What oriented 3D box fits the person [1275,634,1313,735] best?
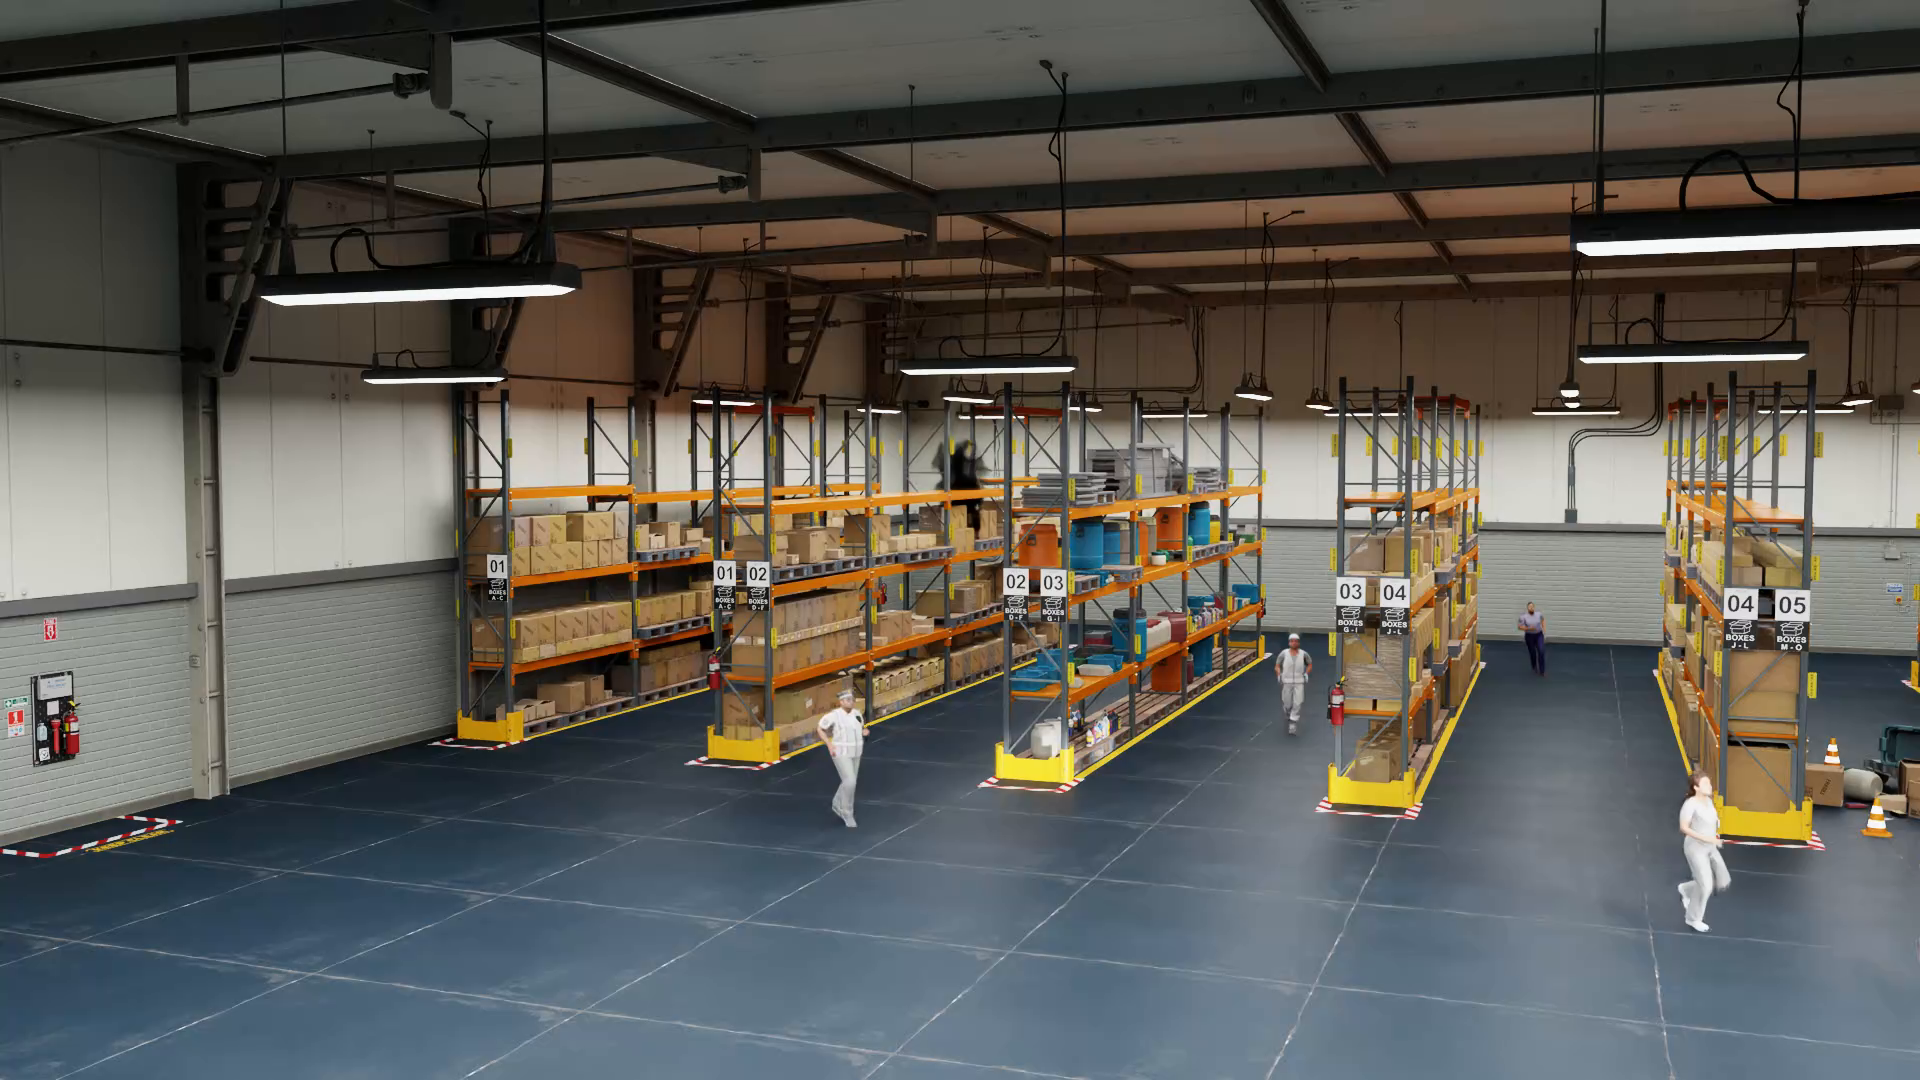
[{"bbox_3d":[5.877,2.520,29.247,0.653,1.749,0.734,1,3,9],"label":"person"}]

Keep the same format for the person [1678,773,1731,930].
[{"bbox_3d":[7.715,3.234,17.310,0.601,1.636,0.578,-2,4,-32],"label":"person"}]

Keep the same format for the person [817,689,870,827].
[{"bbox_3d":[-1.513,2.905,22.227,0.745,1.856,0.641,3,4,44],"label":"person"}]

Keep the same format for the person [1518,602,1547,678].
[{"bbox_3d":[12.631,2.197,36.741,0.629,1.644,0.862,0,3,8],"label":"person"}]
